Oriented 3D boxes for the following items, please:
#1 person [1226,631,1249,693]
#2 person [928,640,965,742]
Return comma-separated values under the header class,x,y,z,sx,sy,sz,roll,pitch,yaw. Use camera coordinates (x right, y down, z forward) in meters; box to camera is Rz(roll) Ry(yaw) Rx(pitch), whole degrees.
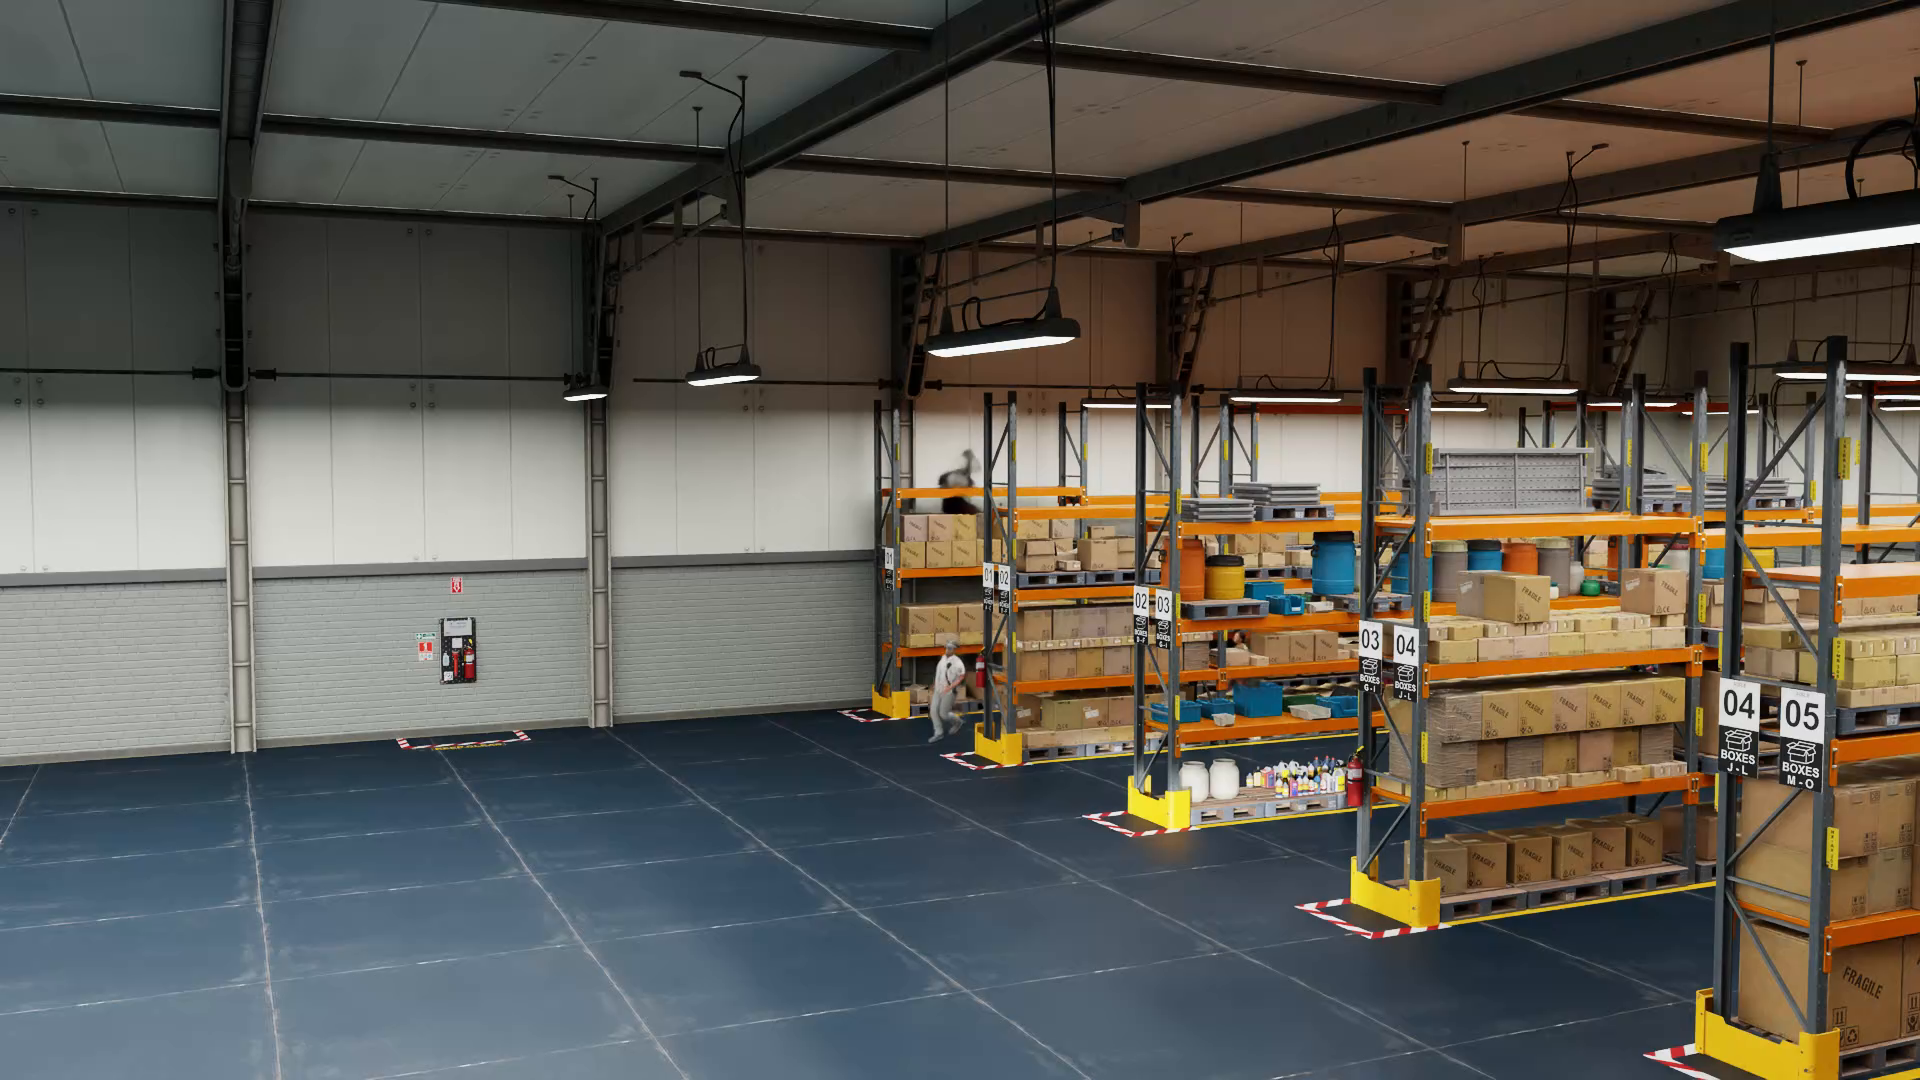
class,x,y,z,sx,sy,sz,roll,pitch,yaw
person,5.305,2.538,31.417,0.996,1.653,0.560,-2,4,-25
person,-0.175,2.555,28.272,0.683,1.751,0.711,-3,5,-43
